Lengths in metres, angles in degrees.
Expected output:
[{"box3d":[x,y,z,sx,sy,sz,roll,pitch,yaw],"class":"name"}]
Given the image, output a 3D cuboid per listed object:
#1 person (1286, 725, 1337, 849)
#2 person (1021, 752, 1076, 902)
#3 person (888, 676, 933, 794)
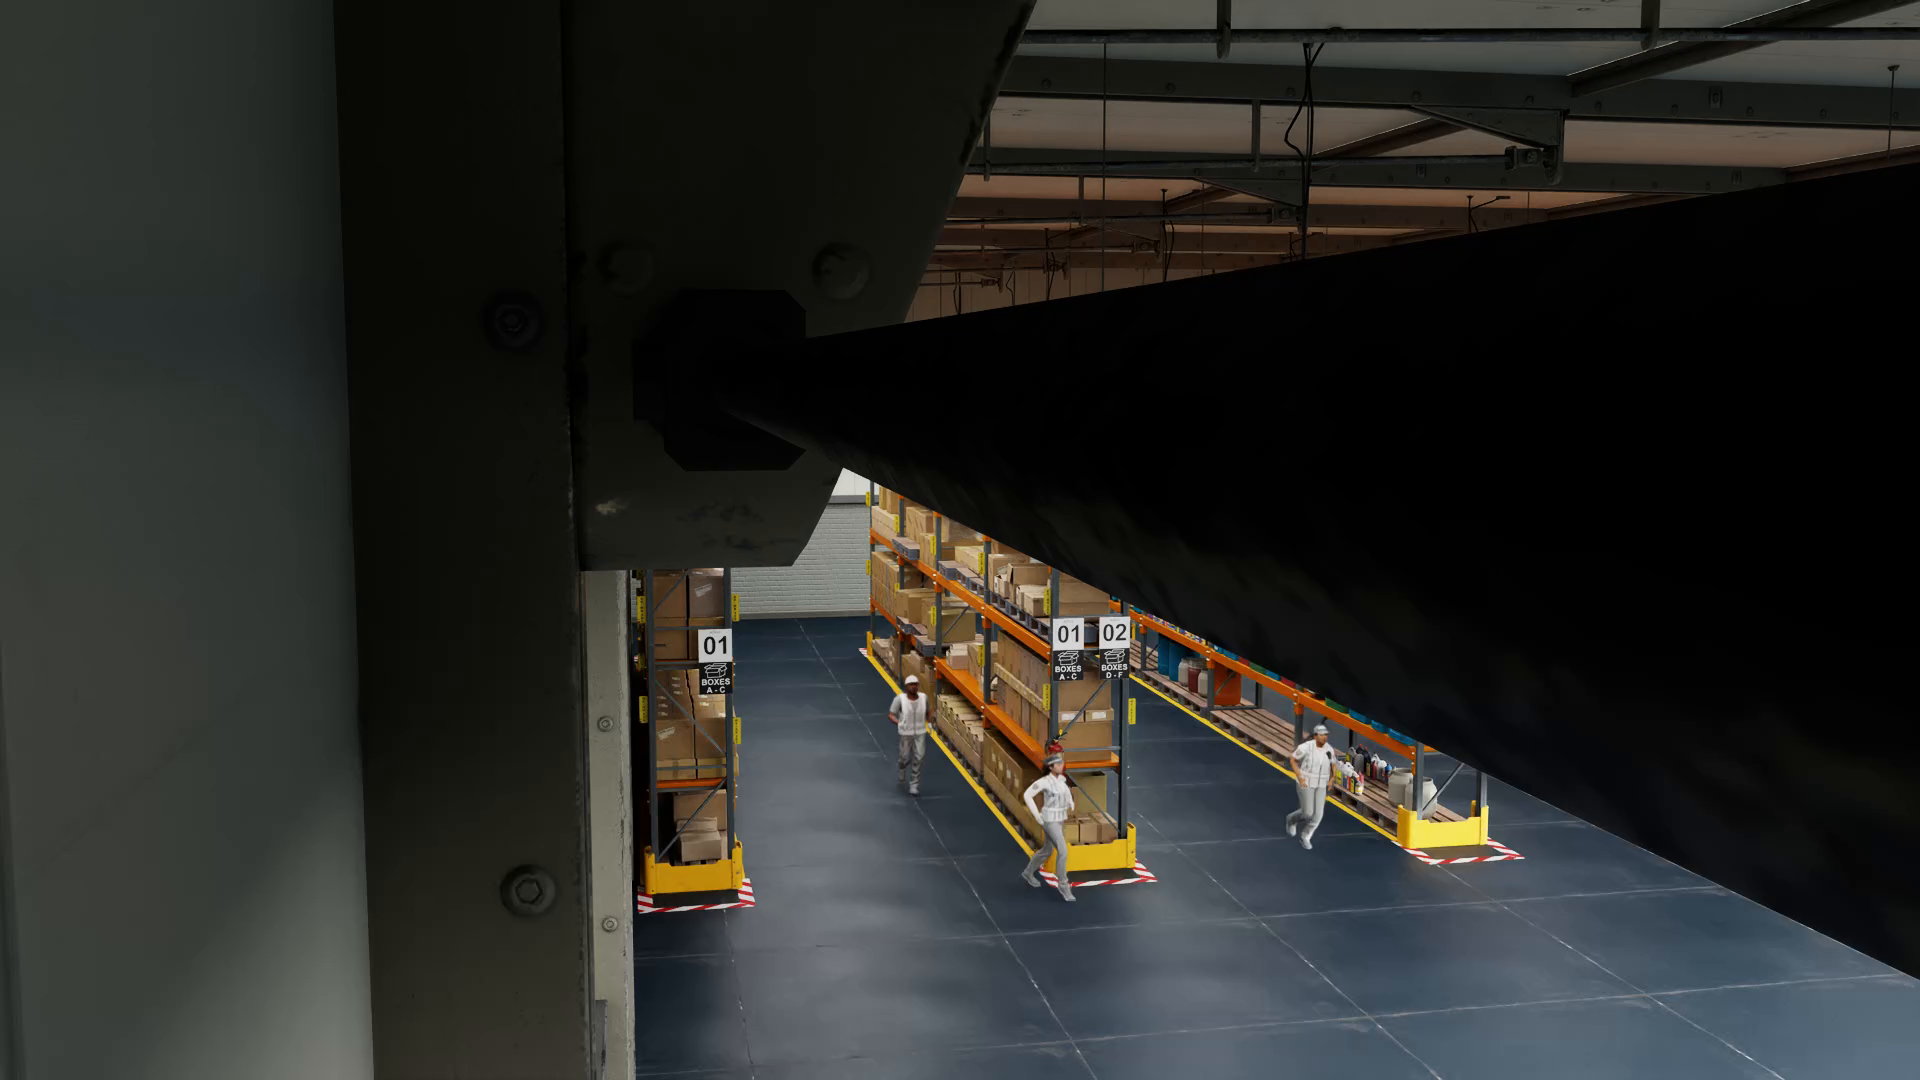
[{"box3d":[4.700,3.248,22.065,0.631,1.630,0.534,-2,6,-15],"class":"person"},{"box3d":[1.117,3.412,20.007,0.803,1.746,0.629,3,7,30],"class":"person"},{"box3d":[-0.723,2.876,24.777,0.687,1.743,0.704,-2,6,-15],"class":"person"}]
